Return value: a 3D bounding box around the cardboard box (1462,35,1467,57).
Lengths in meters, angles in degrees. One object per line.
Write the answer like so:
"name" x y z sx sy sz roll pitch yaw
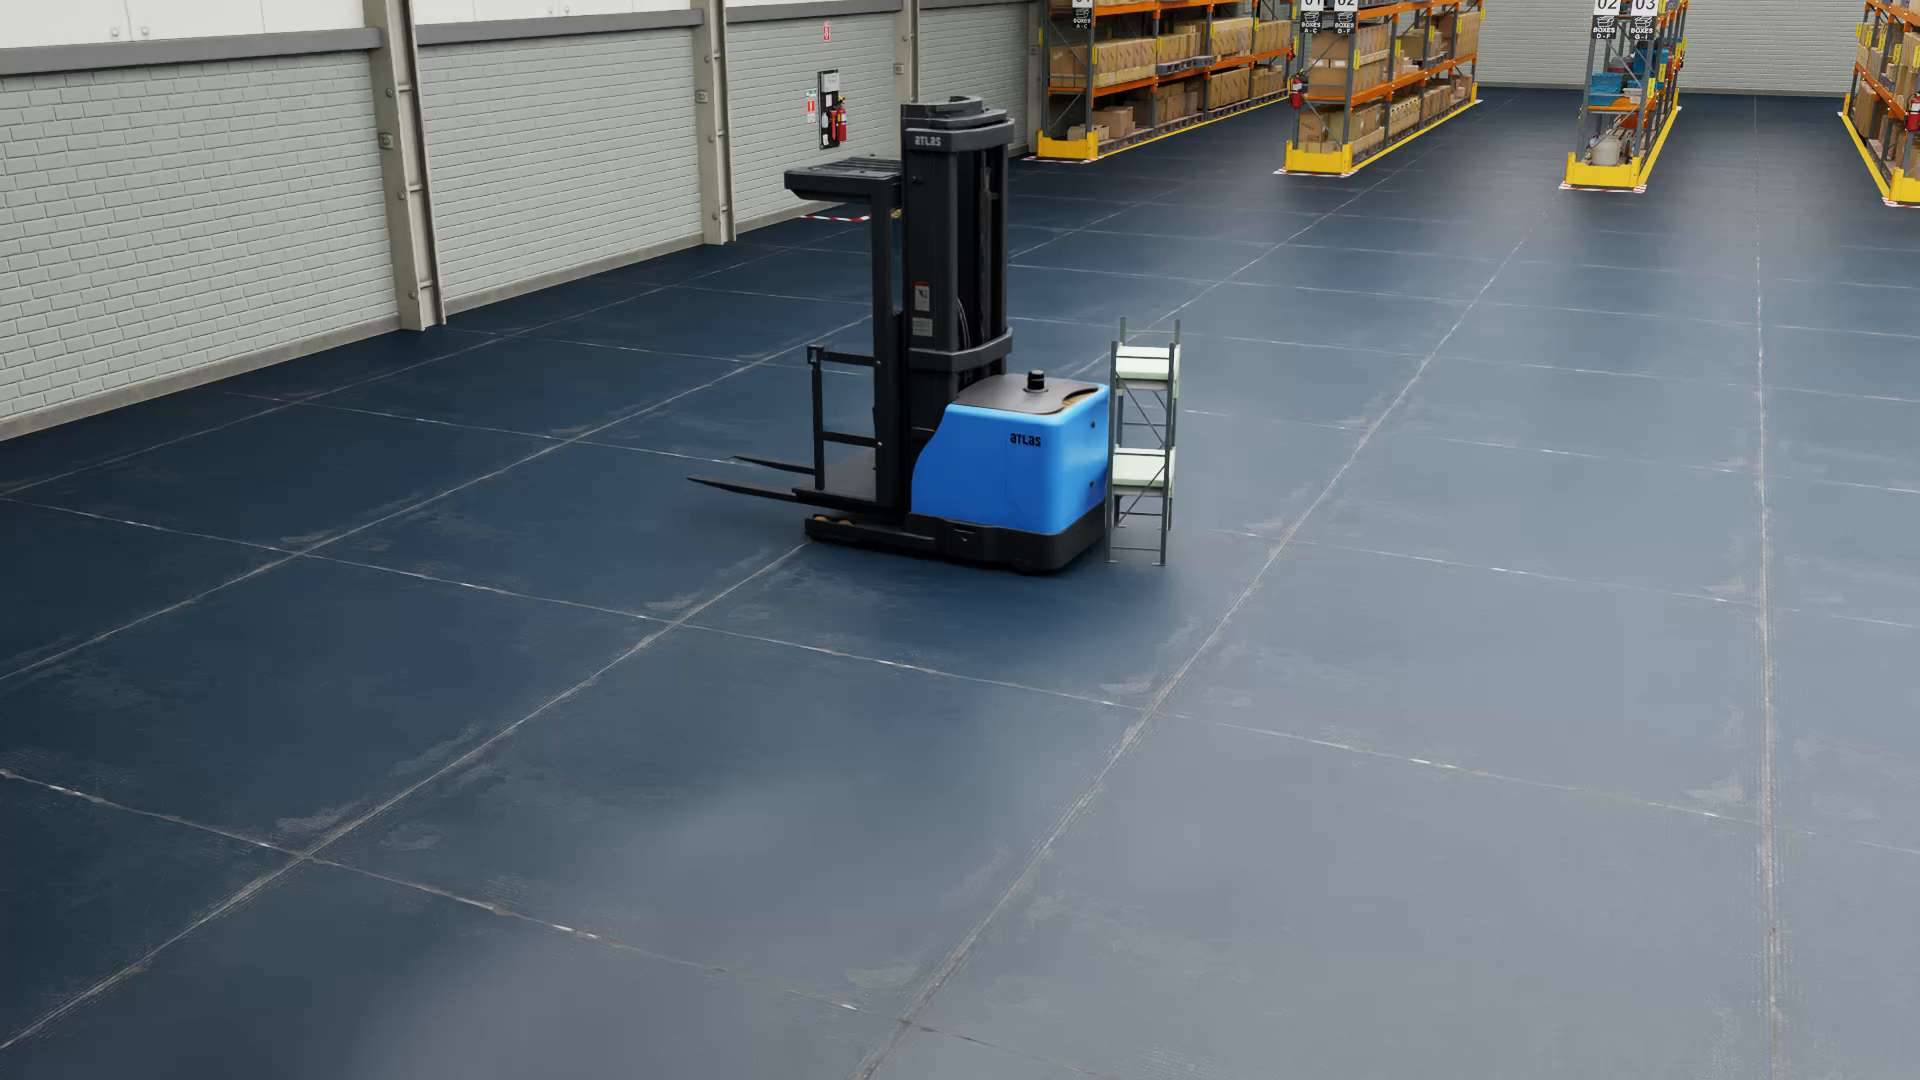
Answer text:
"cardboard box" 12.373 -12.363 41.607 0.500 0.500 0.500 8 21 22

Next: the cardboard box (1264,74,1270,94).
"cardboard box" 7.802 -12.111 44.151 0.700 0.500 0.500 9 22 24

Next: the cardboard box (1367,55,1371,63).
"cardboard box" 7.575 -9.133 31.555 0.380 0.149 0.250 9 21 23

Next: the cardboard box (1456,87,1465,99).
"cardboard box" 12.726 -11.536 42.878 0.500 0.250 0.500 9 21 23

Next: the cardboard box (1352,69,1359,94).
"cardboard box" 7.002 -8.569 30.938 0.700 0.500 0.500 9 22 24

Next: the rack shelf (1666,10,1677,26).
"rack shelf" 13.562 -10.448 32.967 1.077 0.370 4.000 9 21 23

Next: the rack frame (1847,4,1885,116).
"rack frame" 22.176 -11.751 40.033 1.000 3.000 0.127 9 21 23

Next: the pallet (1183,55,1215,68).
"pallet" 5.149 -11.021 38.269 1.213 0.211 1.003 9 21 23

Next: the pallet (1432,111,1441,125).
"pallet" 10.705 -9.946 39.122 1.003 0.211 1.213 9 21 23

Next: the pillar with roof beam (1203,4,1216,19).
"pillar with roof beam" 10.406 -15.135 40.598 9.100 9.000 0.400 9 21 23

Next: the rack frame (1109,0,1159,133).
"rack frame" 3.705 -10.121 35.452 1.000 3.000 0.127 9 21 23

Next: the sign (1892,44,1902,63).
"sign" 16.754 -8.703 29.736 0.100 0.325 0.005 9 21 23

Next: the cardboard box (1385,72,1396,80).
"cardboard box" 8.775 -9.567 34.269 0.380 0.149 0.250 9 21 23

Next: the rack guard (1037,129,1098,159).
"rack guard" 2.098 -7.744 32.498 1.175 0.500 0.348 9 21 23

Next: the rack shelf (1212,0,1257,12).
"rack shelf" 6.162 -13.030 40.227 1.077 0.370 4.000 9 21 23

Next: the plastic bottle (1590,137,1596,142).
"plastic bottle" 11.707 -7.287 30.778 0.144 0.351 0.185 10 22 25

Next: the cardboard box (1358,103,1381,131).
"cardboard box" 8.020 -8.375 32.900 0.500 0.500 0.500 9 21 23

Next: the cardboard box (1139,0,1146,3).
"cardboard box" 3.505 -11.250 33.970 0.500 0.500 0.500 7 21 18

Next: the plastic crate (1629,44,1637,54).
"plastic crate" 15.899 -11.418 39.032 0.392 0.384 0.575 9 21 23

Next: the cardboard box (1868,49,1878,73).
"cardboard box" 19.917 -10.315 35.847 0.500 0.500 0.500 9 21 23

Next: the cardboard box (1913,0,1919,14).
"cardboard box" 16.419 -9.010 28.073 0.500 0.250 0.500 8 21 21

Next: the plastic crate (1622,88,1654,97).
"plastic crate" 12.310 -8.107 30.180 0.530 0.136 0.437 9 21 23

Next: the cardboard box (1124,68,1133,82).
"cardboard box" 3.179 -9.413 33.653 0.500 0.250 0.500 9 21 23

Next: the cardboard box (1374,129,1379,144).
"cardboard box" 8.022 -8.022 33.025 0.500 0.250 0.500 9 21 23

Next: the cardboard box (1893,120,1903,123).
"cardboard box" 18.203 -7.781 31.947 0.700 0.500 0.500 11 22 27

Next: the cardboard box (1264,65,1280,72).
"cardboard box" 8.433 -12.745 44.966 0.380 0.149 0.250 9 22 24

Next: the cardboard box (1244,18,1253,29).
"cardboard box" 7.023 -12.939 41.633 0.500 0.250 0.500 9 22 24

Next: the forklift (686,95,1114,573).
"forklift" -0.495 -1.495 11.298 3.031 2.935 1.130 10 22 25

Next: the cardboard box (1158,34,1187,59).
"cardboard box" 4.670 -11.069 37.312 0.700 0.500 0.500 9 21 23

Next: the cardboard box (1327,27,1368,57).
"cardboard box" 7.229 -9.351 31.201 0.700 0.500 0.500 9 21 23

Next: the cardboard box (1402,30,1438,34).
"cardboard box" 10.880 -11.800 39.397 0.700 0.500 0.500 12 23 31

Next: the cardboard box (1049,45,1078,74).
"cardboard box" 2.066 -9.364 32.397 0.500 0.500 0.500 8 21 22

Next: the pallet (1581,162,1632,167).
"pallet" 11.431 -6.503 29.438 1.003 0.211 1.213 9 21 23

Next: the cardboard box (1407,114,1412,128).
"cardboard box" 9.455 -9.062 35.951 0.500 0.250 0.500 9 22 24

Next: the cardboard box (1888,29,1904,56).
"cardboard box" 19.214 -10.046 33.594 0.797 0.503 0.637 9 22 25

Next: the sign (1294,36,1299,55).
"sign" 6.099 -8.956 30.093 0.100 0.325 0.005 9 21 23

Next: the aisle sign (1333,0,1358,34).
"aisle sign" 6.841 -9.383 29.495 0.394 0.787 0.004 9 21 23

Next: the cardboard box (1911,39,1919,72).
"cardboard box" 15.823 -7.874 27.046 0.500 0.500 0.500 9 21 23

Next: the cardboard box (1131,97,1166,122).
"cardboard box" 4.157 -9.543 36.900 0.700 0.500 0.500 8 21 22

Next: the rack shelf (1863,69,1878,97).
"rack shelf" 19.719 -9.578 34.997 1.077 0.370 4.000 9 21 23

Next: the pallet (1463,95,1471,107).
"pallet" 12.783 -11.530 43.575 1.003 0.211 1.213 9 21 23

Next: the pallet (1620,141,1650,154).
"pallet" 13.030 -7.693 32.787 1.003 0.211 1.213 9 21 23

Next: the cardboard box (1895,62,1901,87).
"cardboard box" 17.021 -8.140 29.289 0.875 0.500 0.500 9 21 23

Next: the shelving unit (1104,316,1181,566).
"shelving unit" 1.222 -0.670 11.115 0.431 1.500 0.755 3 20 9

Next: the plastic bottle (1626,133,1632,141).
"plastic bottle" 12.611 -7.504 31.391 0.144 0.351 0.185 9 21 23

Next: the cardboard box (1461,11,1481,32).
"cardboard box" 13.209 -13.455 43.186 0.500 0.500 0.500 8 21 22

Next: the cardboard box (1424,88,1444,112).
"cardboard box" 11.146 -10.424 39.378 0.500 0.500 0.500 9 21 23

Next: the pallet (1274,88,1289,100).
"pallet" 8.363 -12.221 45.517 1.003 0.211 1.213 9 21 23

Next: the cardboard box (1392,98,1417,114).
"cardboard box" 9.667 -9.478 36.284 0.500 0.311 0.500 8 21 22

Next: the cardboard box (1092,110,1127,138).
"cardboard box" 3.012 -8.519 34.020 0.700 0.500 0.500 7 21 19

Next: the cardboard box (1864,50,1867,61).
"cardboard box" 20.689 -10.927 37.497 0.500 0.250 0.500 9 22 24

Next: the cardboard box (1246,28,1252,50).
"cardboard box" 7.022 -12.588 41.764 0.500 0.500 0.500 8 21 22

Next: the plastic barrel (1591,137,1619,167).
"plastic barrel" 11.305 -6.776 29.133 0.421 0.512 0.421 0 20 0

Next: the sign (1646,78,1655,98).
"sign" 11.606 -7.593 27.929 0.100 0.325 0.005 9 21 23
